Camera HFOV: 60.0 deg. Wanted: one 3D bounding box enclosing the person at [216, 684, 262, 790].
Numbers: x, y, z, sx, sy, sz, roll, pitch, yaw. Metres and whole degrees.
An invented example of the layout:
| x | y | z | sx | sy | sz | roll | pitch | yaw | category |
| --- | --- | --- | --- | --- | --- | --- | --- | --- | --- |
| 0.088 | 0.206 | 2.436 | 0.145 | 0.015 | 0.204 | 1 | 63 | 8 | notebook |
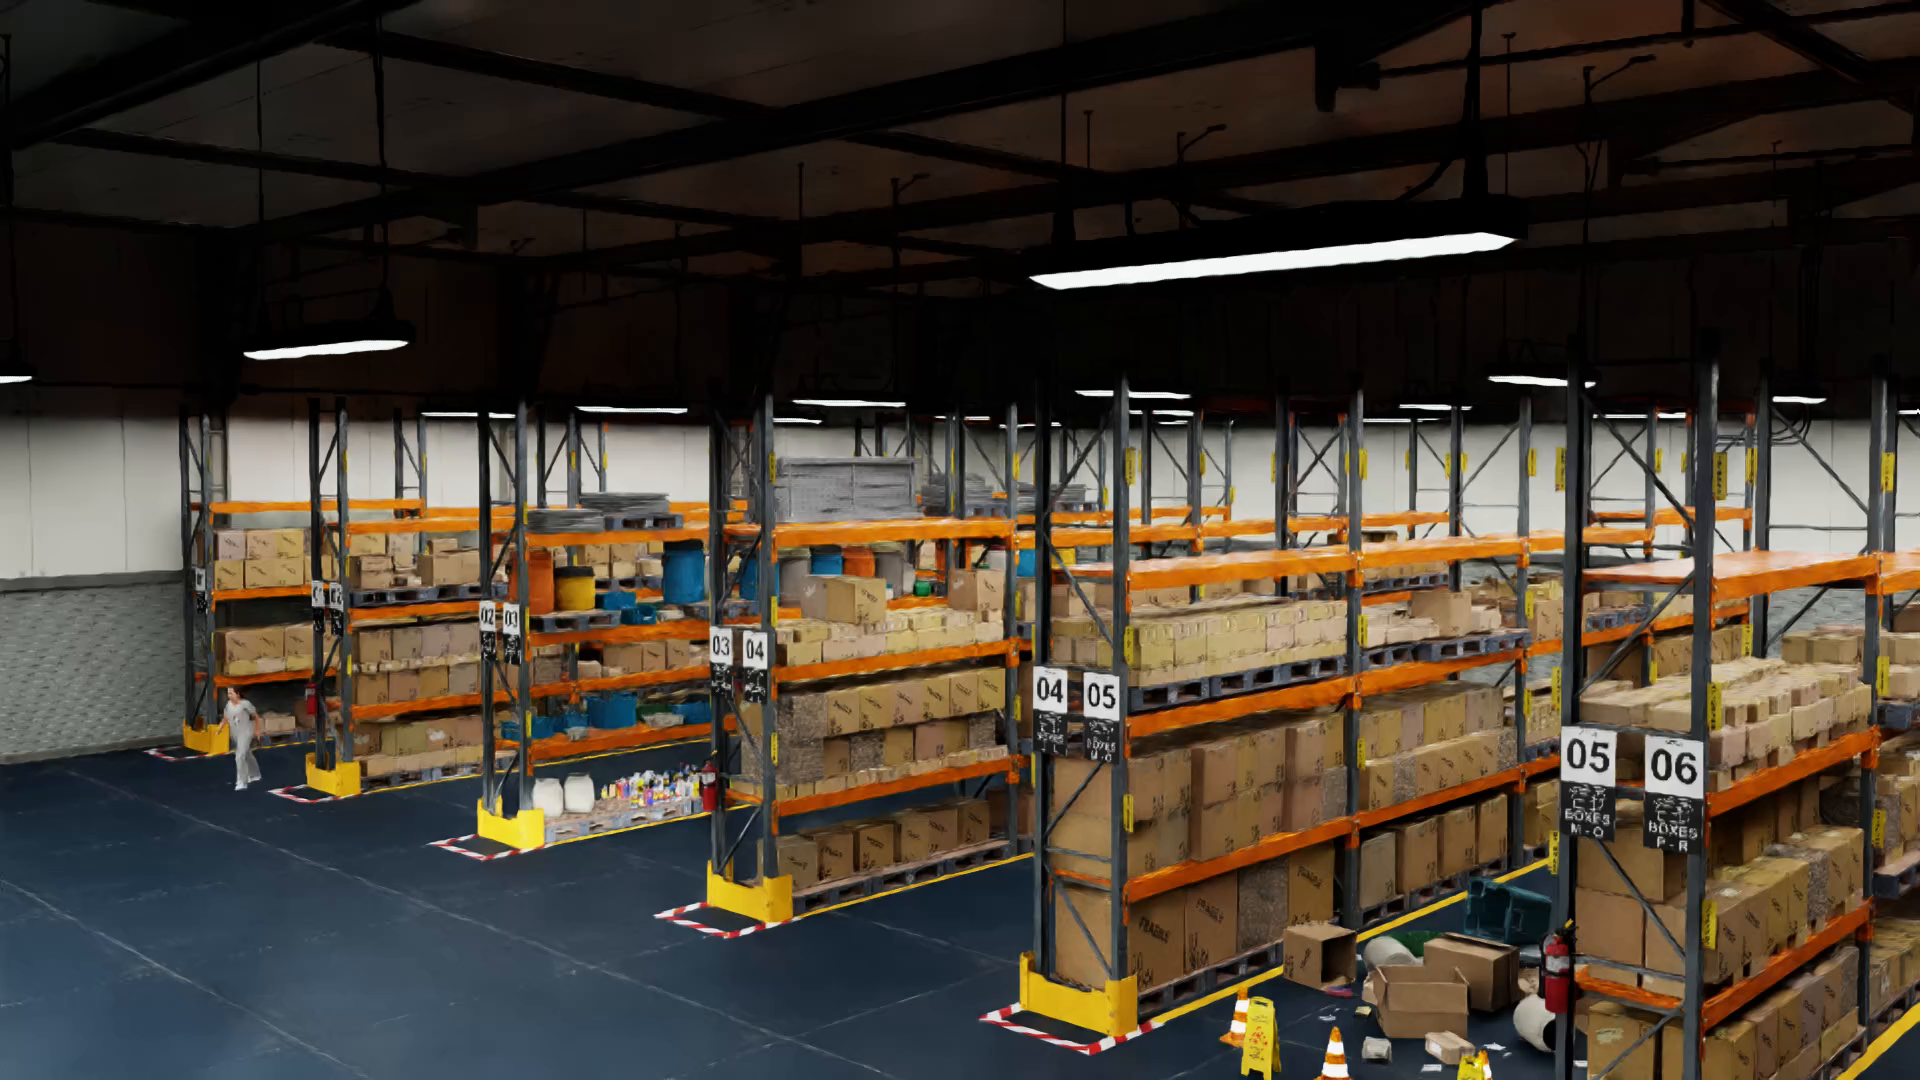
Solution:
| x | y | z | sx | sy | sz | roll | pitch | yaw | category |
| --- | --- | --- | --- | --- | --- | --- | --- | --- | --- |
| -11.050 | 3.008 | 25.672 | 0.599 | 1.585 | 0.817 | 1 | 3 | 26 | person |
